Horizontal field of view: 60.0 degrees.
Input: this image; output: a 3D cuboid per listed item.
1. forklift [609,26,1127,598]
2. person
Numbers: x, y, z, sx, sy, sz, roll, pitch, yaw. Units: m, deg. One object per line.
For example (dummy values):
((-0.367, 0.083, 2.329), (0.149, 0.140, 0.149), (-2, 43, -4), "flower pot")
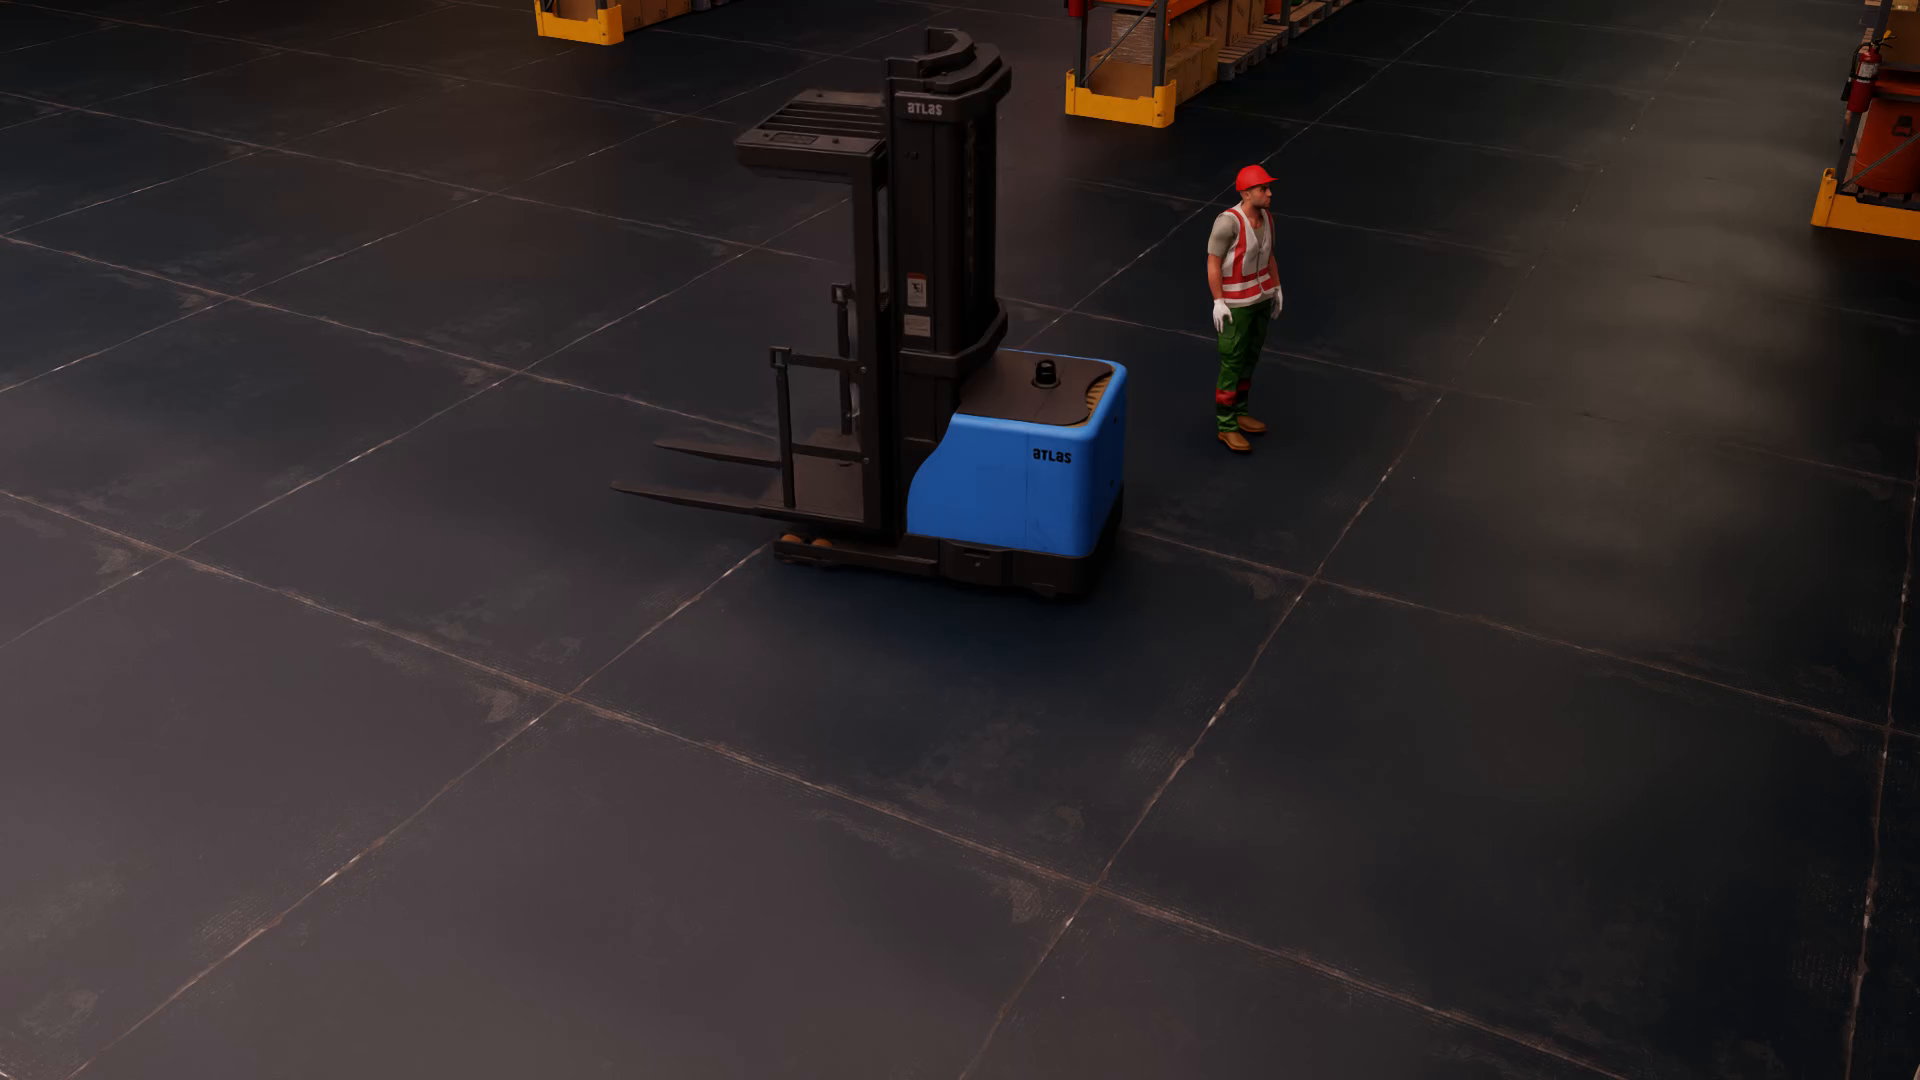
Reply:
((-0.593, -1.349, 9.409), (3.031, 2.935, 1.130), (8, 31, 14), "forklift")
((1.916, -1.529, 10.848), (0.638, 1.787, 0.565), (-23, 37, -34), "person")
